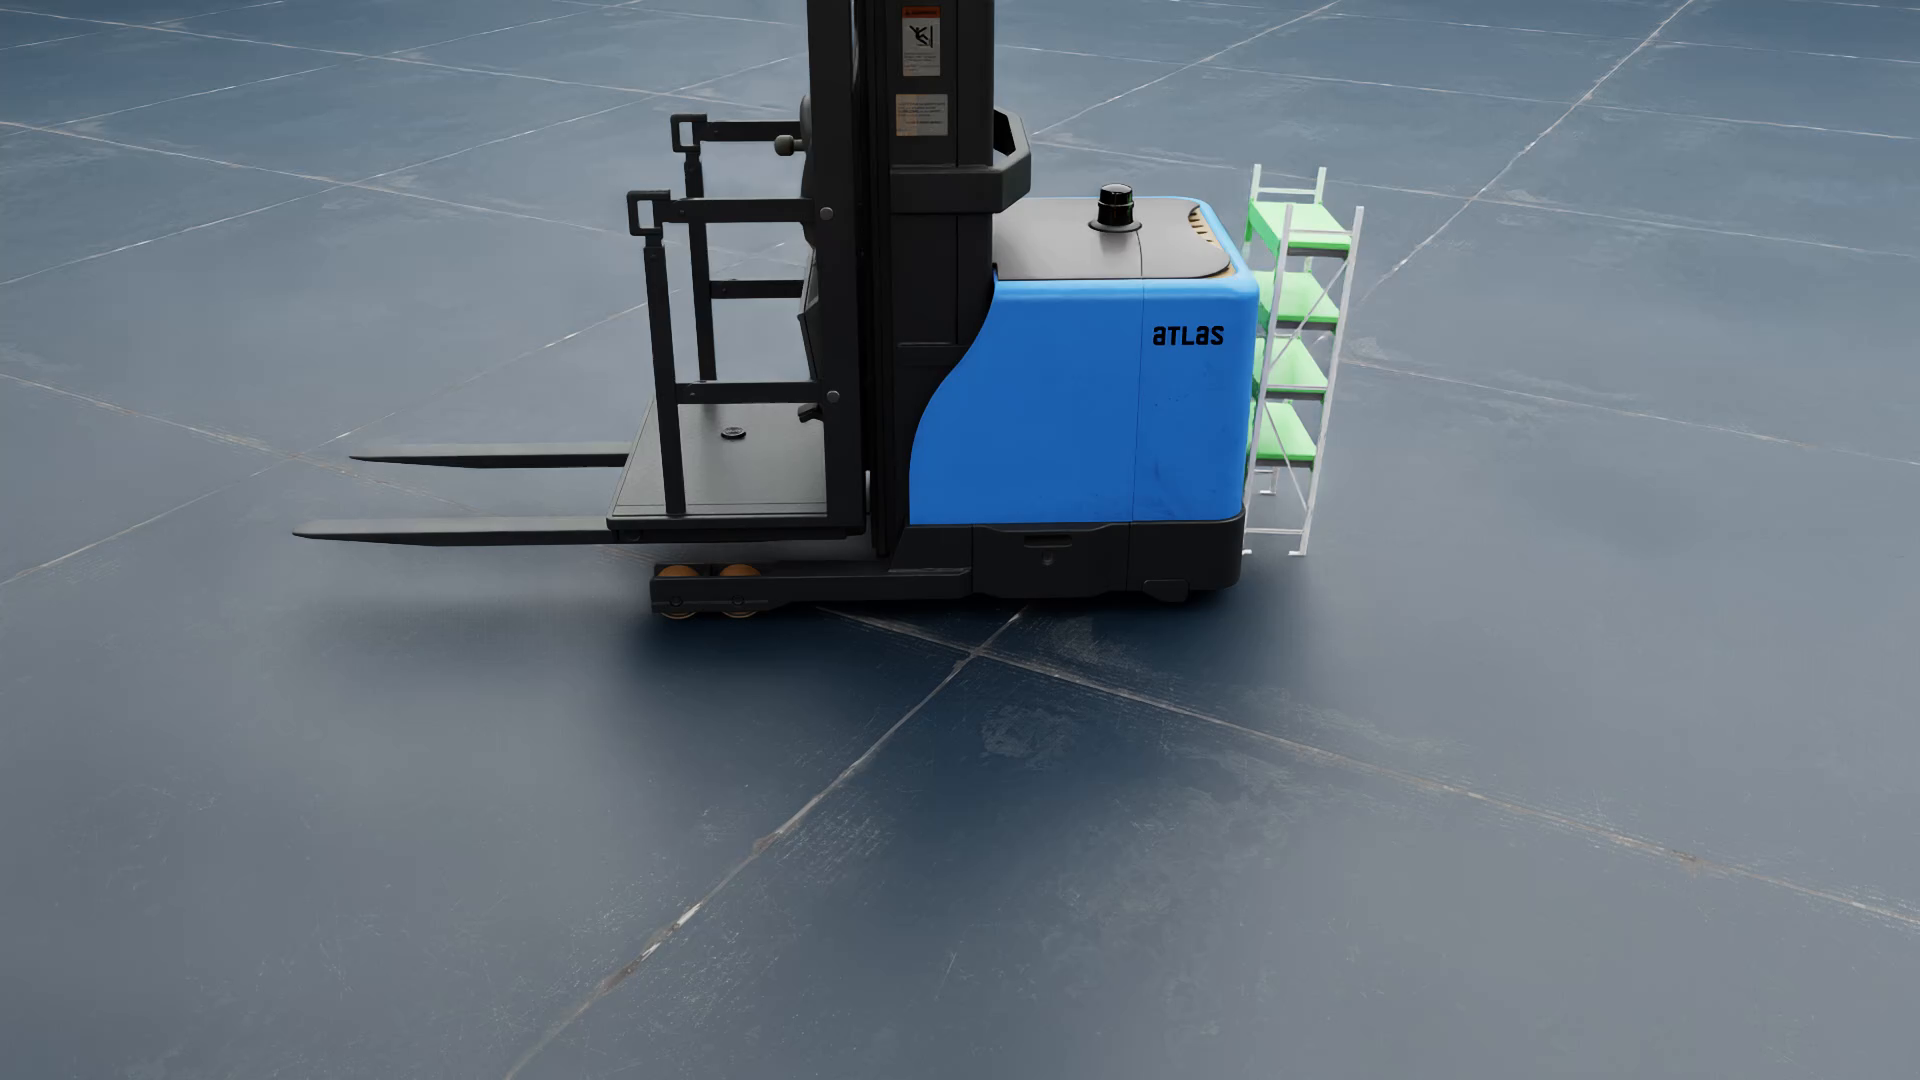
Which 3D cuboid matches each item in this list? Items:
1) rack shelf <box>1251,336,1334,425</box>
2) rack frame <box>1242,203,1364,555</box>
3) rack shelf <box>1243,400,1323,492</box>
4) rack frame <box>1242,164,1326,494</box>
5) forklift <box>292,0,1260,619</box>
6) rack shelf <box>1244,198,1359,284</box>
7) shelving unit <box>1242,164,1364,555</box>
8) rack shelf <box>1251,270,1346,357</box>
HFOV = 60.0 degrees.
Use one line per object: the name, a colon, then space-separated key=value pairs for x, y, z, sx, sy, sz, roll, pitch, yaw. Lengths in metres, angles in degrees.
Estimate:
rack shelf: x=1.074 y=-0.544 z=5.622 sx=0.258 sy=0.148 sz=0.480 roll=2 pitch=26 yaw=-4
rack frame: x=1.088 y=-0.491 z=5.375 sx=0.240 sy=1.200 sz=0.015 roll=2 pitch=26 yaw=-4
rack shelf: x=1.060 y=-0.329 z=5.729 sx=0.258 sy=0.148 sz=0.480 roll=2 pitch=26 yaw=-4
rack frame: x=1.067 y=-0.710 z=5.811 sx=0.240 sy=1.200 sz=0.015 roll=2 pitch=26 yaw=-4
forklift: x=-0.625 y=-1.302 z=5.077 sx=3.031 sy=2.935 sz=1.130 roll=-1 pitch=27 yaw=-2
rack shelf: x=1.101 y=-0.972 z=5.408 sx=0.258 sy=0.148 sz=0.480 roll=2 pitch=26 yaw=-4
shelving unit: x=1.078 y=-0.601 z=5.593 sx=0.258 sy=1.200 sz=0.503 roll=2 pitch=26 yaw=-4
rack shelf: x=1.088 y=-0.758 z=5.515 sx=0.258 sy=0.148 sz=0.480 roll=2 pitch=26 yaw=-4
